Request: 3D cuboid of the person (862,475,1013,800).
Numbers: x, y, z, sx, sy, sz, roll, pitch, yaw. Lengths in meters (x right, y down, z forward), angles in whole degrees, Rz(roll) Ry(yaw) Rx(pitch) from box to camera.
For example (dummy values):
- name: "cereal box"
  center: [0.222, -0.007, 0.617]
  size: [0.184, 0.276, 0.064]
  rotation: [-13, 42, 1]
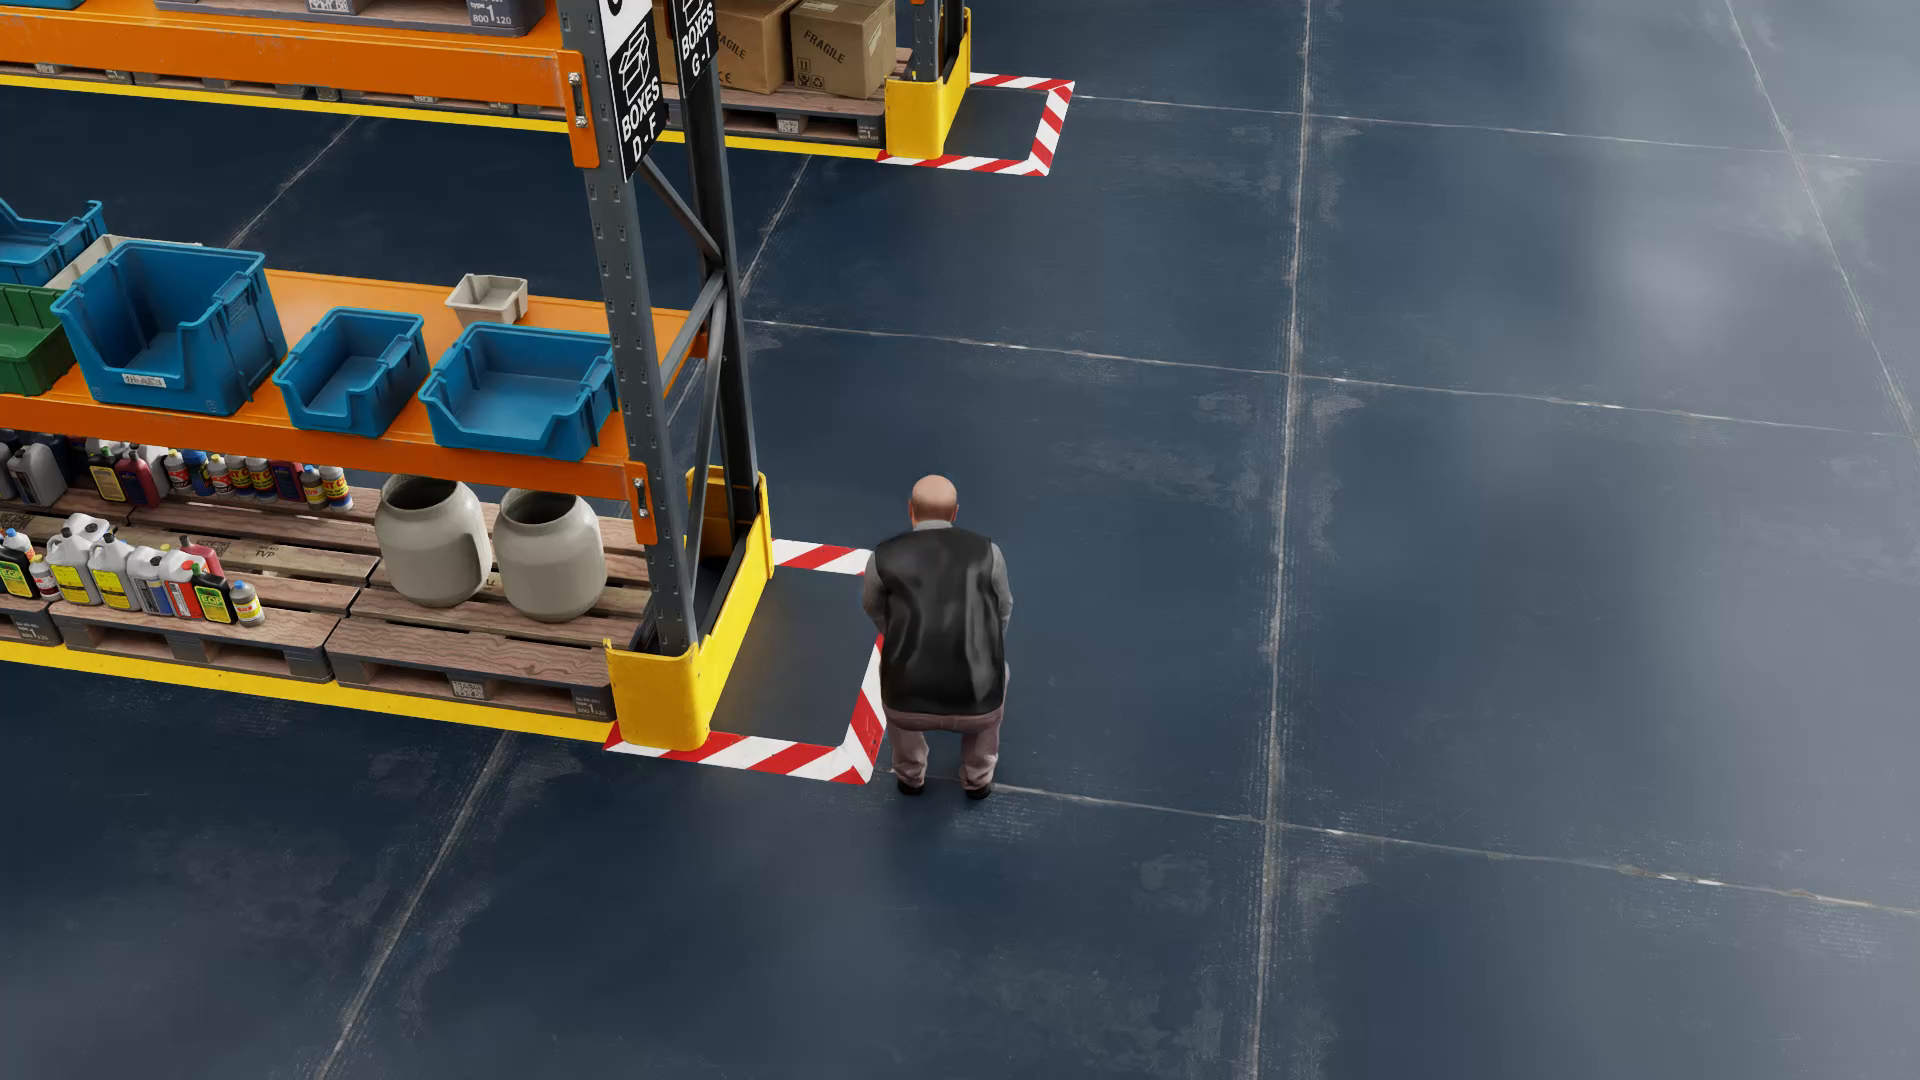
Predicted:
- name: "person"
  center: [-0.094, 0.412, 6.152]
  size: [0.565, 1.128, 0.819]
  rotation: [2, 40, 2]
